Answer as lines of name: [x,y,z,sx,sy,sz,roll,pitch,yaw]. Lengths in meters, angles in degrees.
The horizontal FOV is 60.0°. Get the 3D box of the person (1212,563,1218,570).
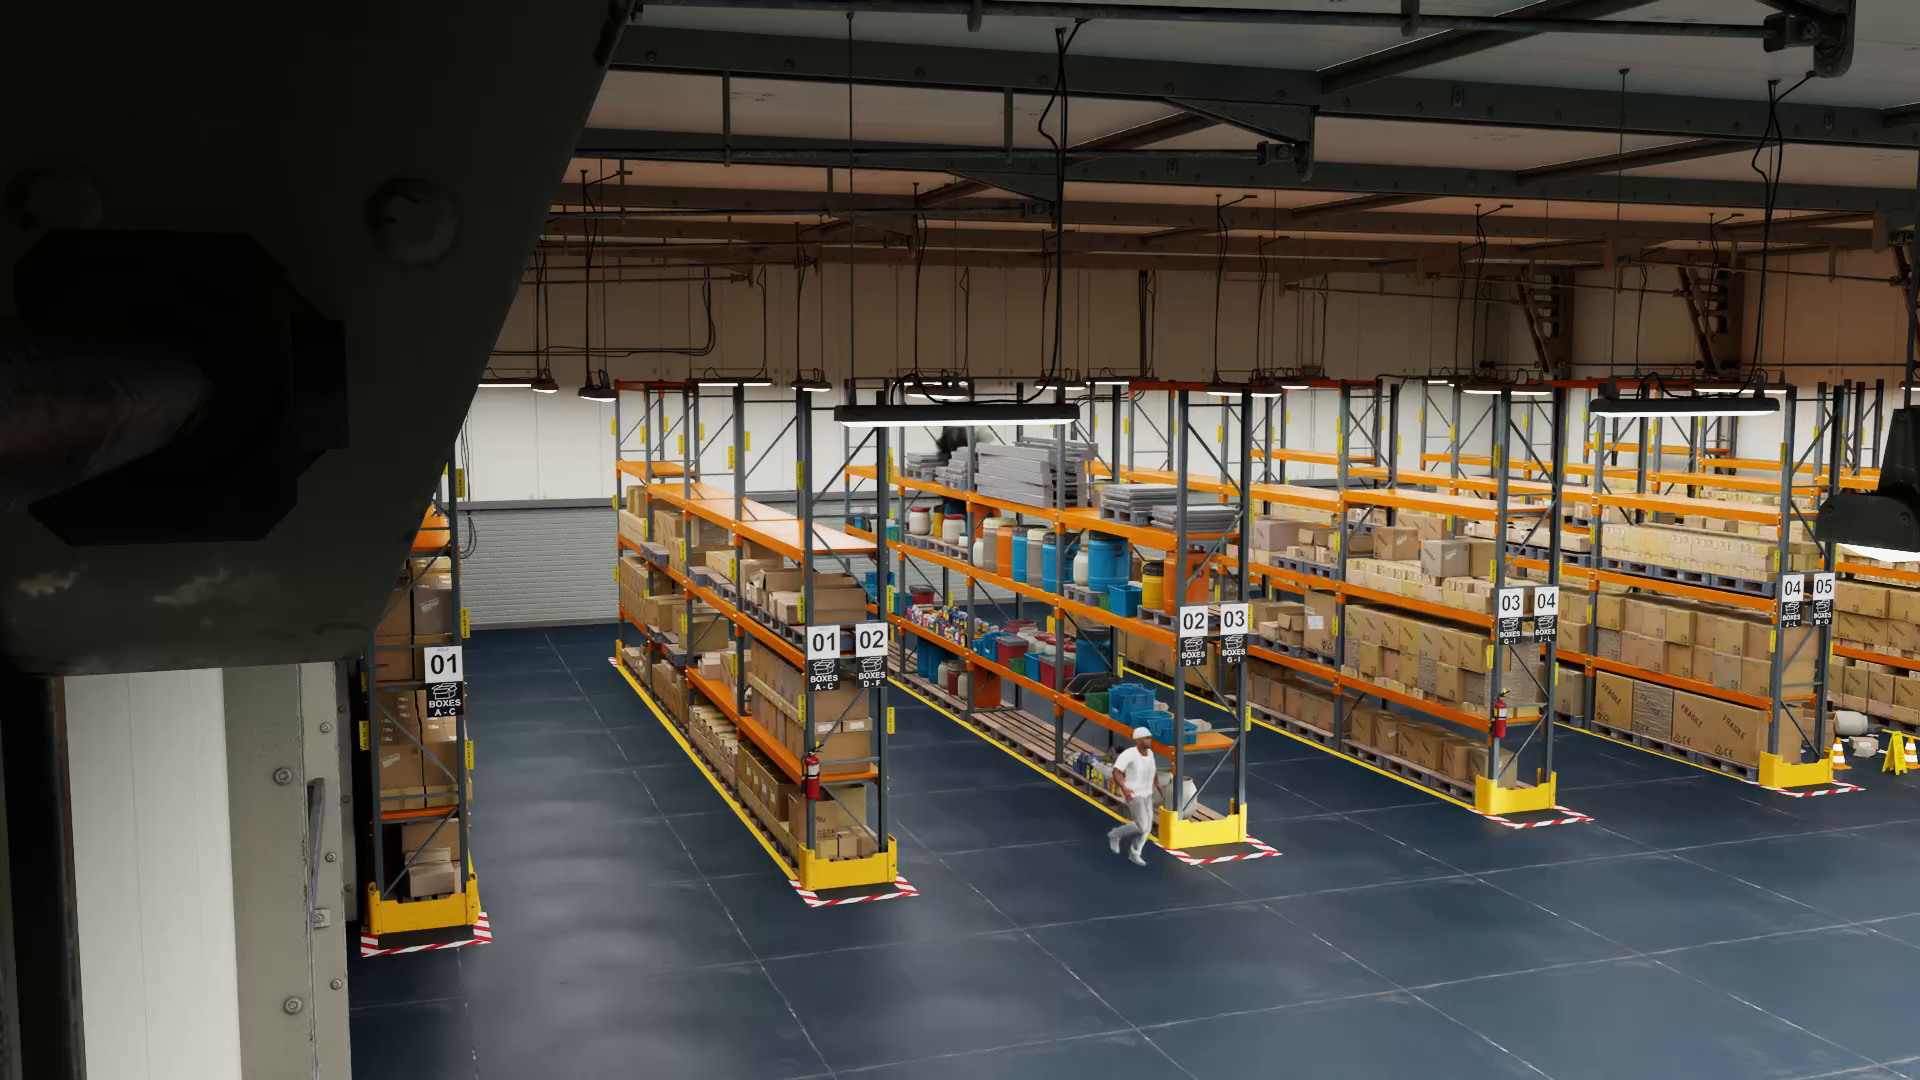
person: [6.137,1.182,41.099,0.876,1.596,0.742,-1,6,-13]

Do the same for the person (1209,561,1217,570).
person: [5.808,1.296,39.164,0.770,1.760,0.955,0,6,-4]

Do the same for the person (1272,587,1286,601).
person: [7.892,1.084,41.596,0.825,1.746,0.727,-3,7,-26]

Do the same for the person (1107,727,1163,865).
person: [2.270,3.249,21.268,0.581,1.742,0.721,5,8,42]
